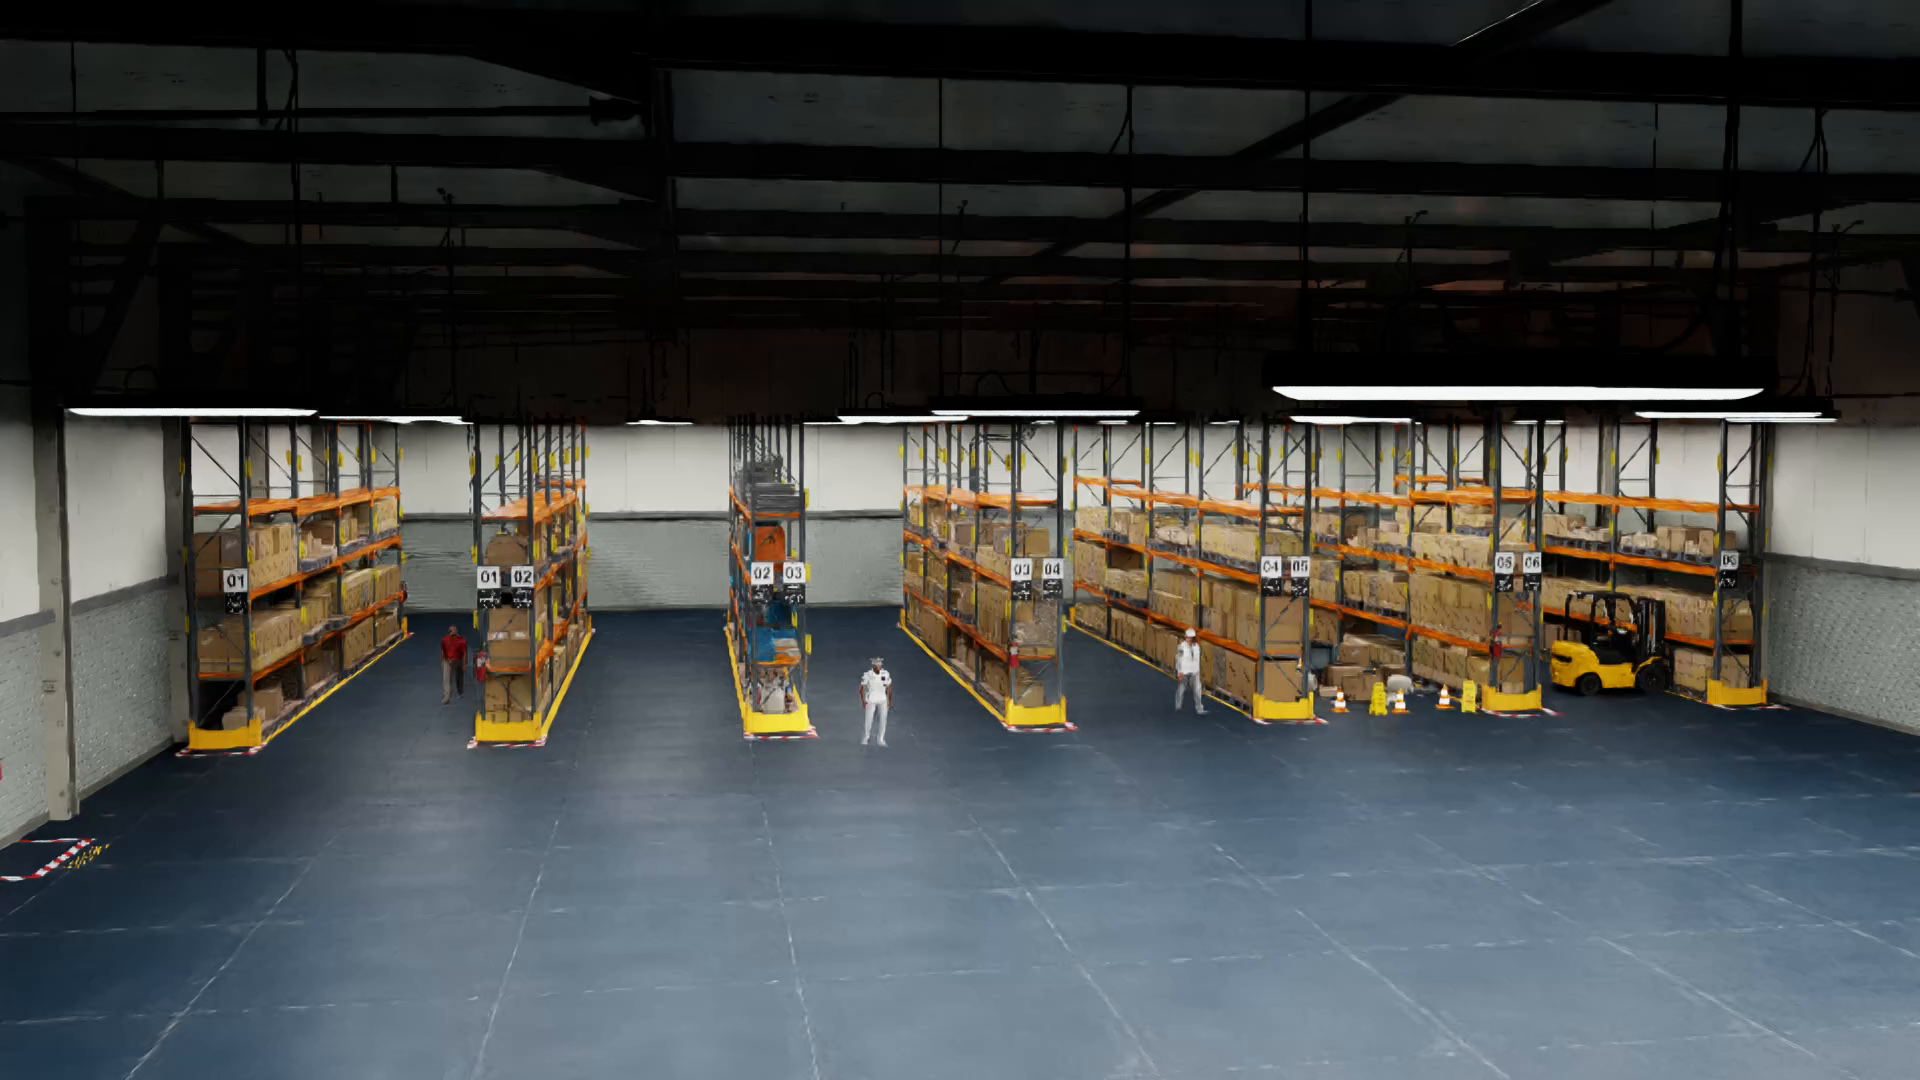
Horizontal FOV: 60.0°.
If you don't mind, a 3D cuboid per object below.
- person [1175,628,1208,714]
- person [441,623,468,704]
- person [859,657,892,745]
[{"bbox_3d":[4.573,2.596,33.233,0.546,1.695,1.105,-1,4,-11],"label":"person"},{"bbox_3d":[-10.477,2.540,34.458,0.540,1.646,1.120,-1,4,-11],"label":"person"},{"bbox_3d":[-1.511,2.885,29.877,0.592,1.629,0.532,-1,4,-11],"label":"person"}]
